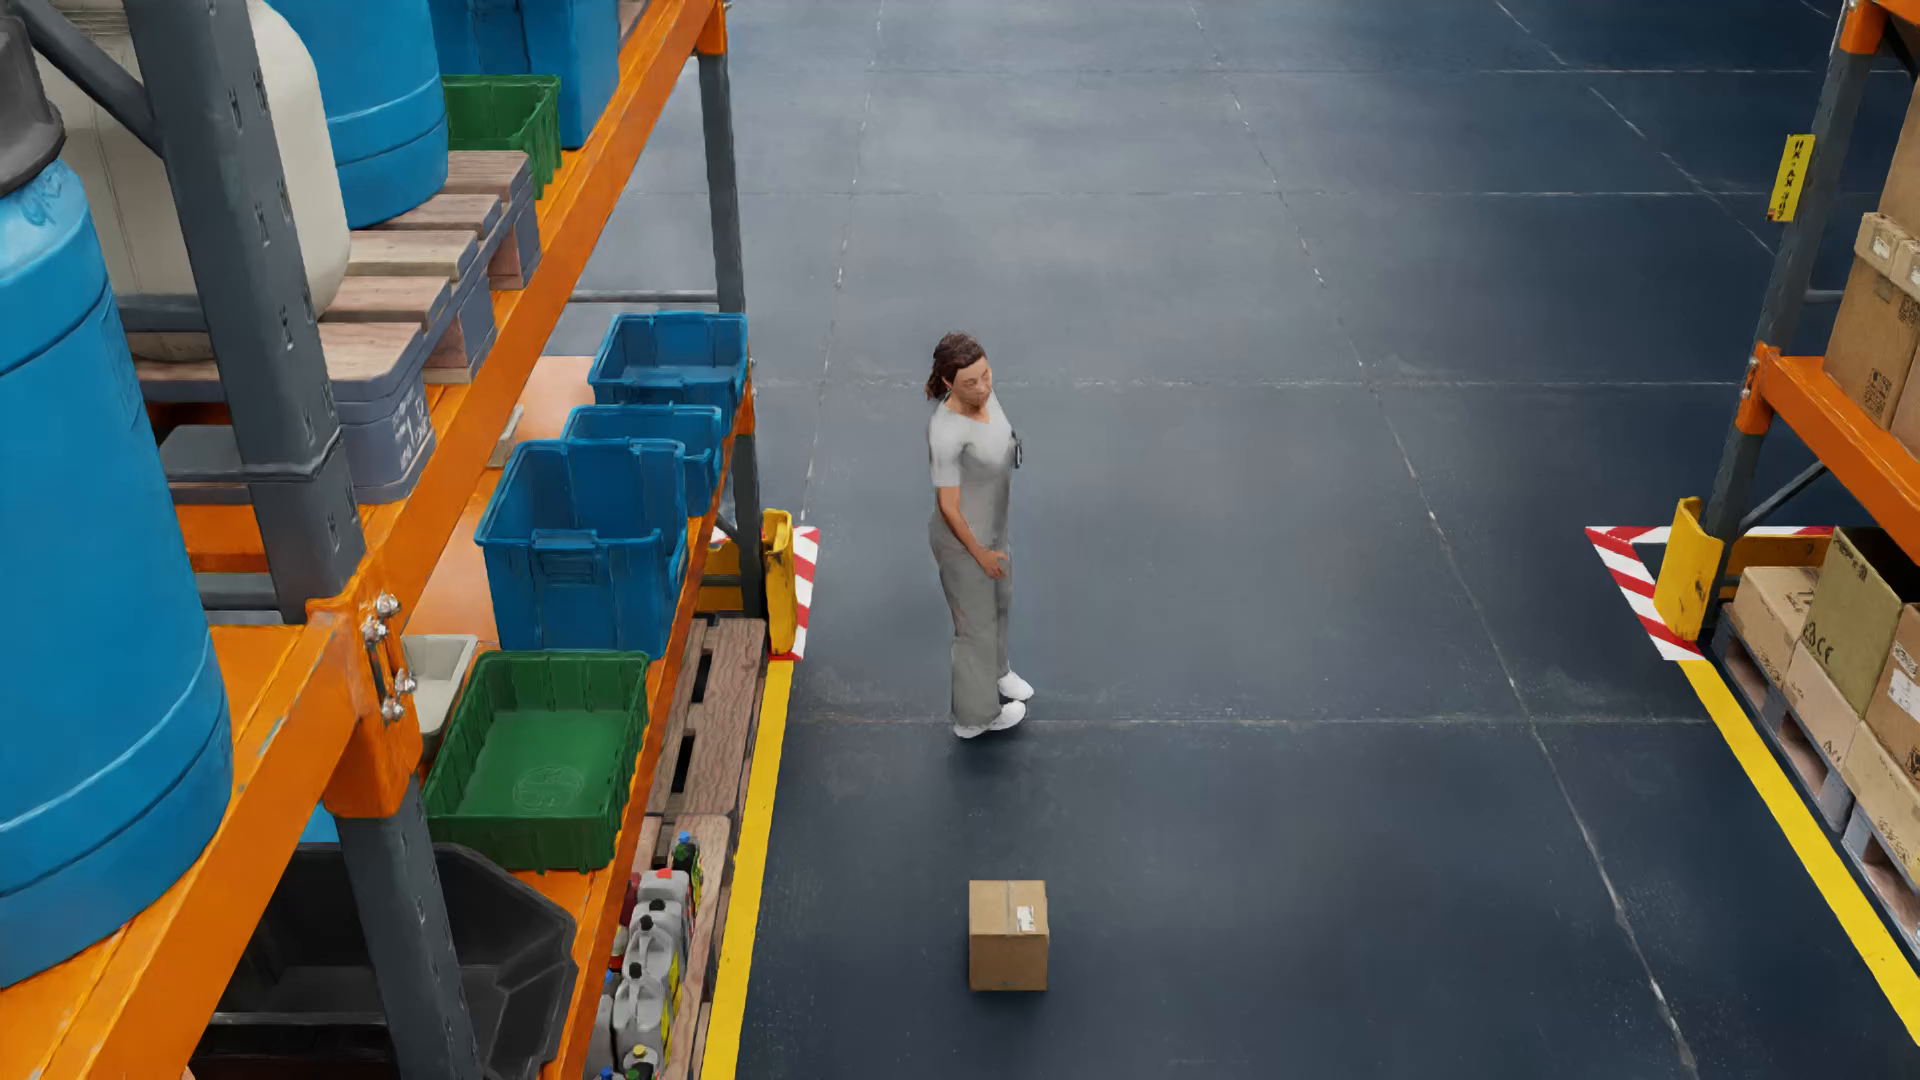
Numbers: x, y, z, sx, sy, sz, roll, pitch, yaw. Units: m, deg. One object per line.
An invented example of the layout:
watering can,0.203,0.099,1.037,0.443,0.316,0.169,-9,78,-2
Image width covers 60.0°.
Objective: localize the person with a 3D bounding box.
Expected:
person,0.068,-0.029,6.195,0.397,1.674,0.537,10,33,16
